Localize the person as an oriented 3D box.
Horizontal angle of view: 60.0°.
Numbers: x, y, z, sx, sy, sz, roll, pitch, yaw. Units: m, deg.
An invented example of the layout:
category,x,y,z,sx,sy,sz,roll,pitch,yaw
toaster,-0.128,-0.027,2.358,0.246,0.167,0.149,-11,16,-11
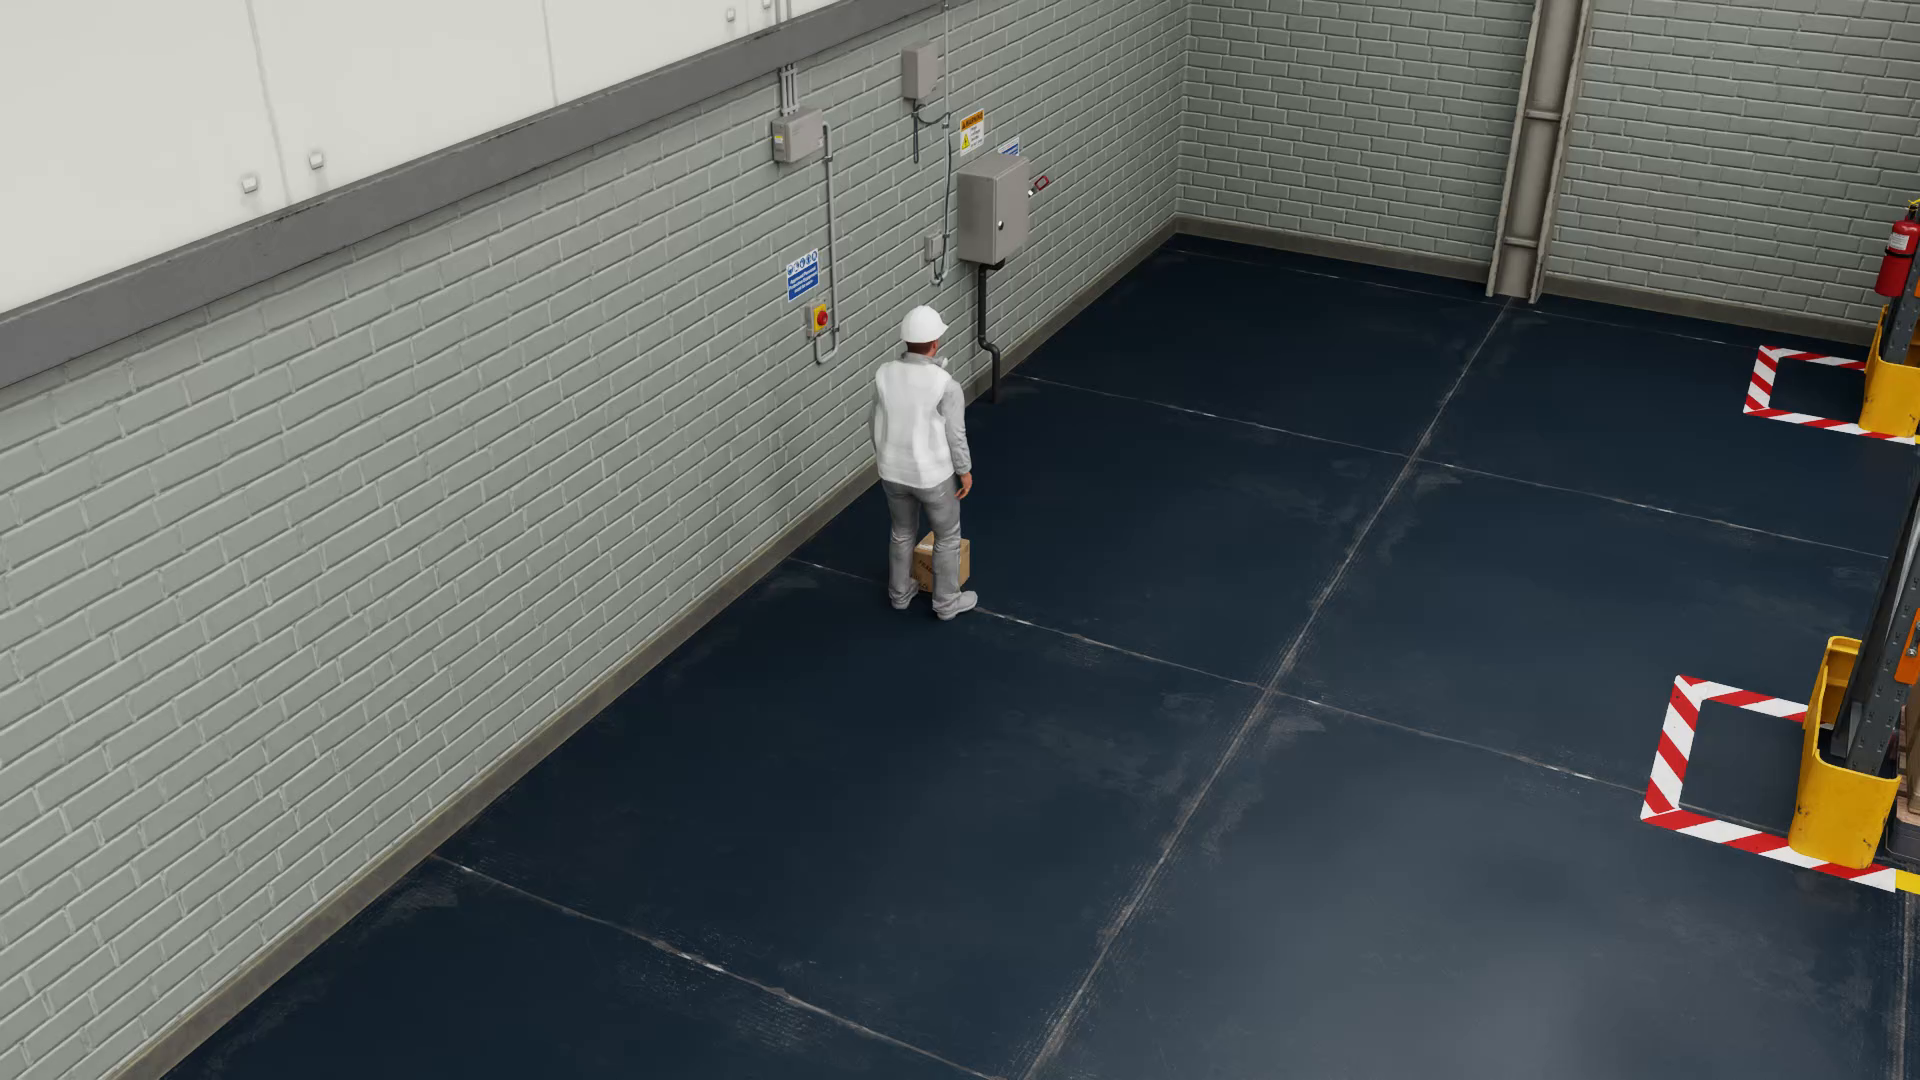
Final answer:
category,x,y,z,sx,sy,sz,roll,pitch,yaw
person,-0.209,-0.399,8.965,0.580,1.767,0.465,14,33,23
